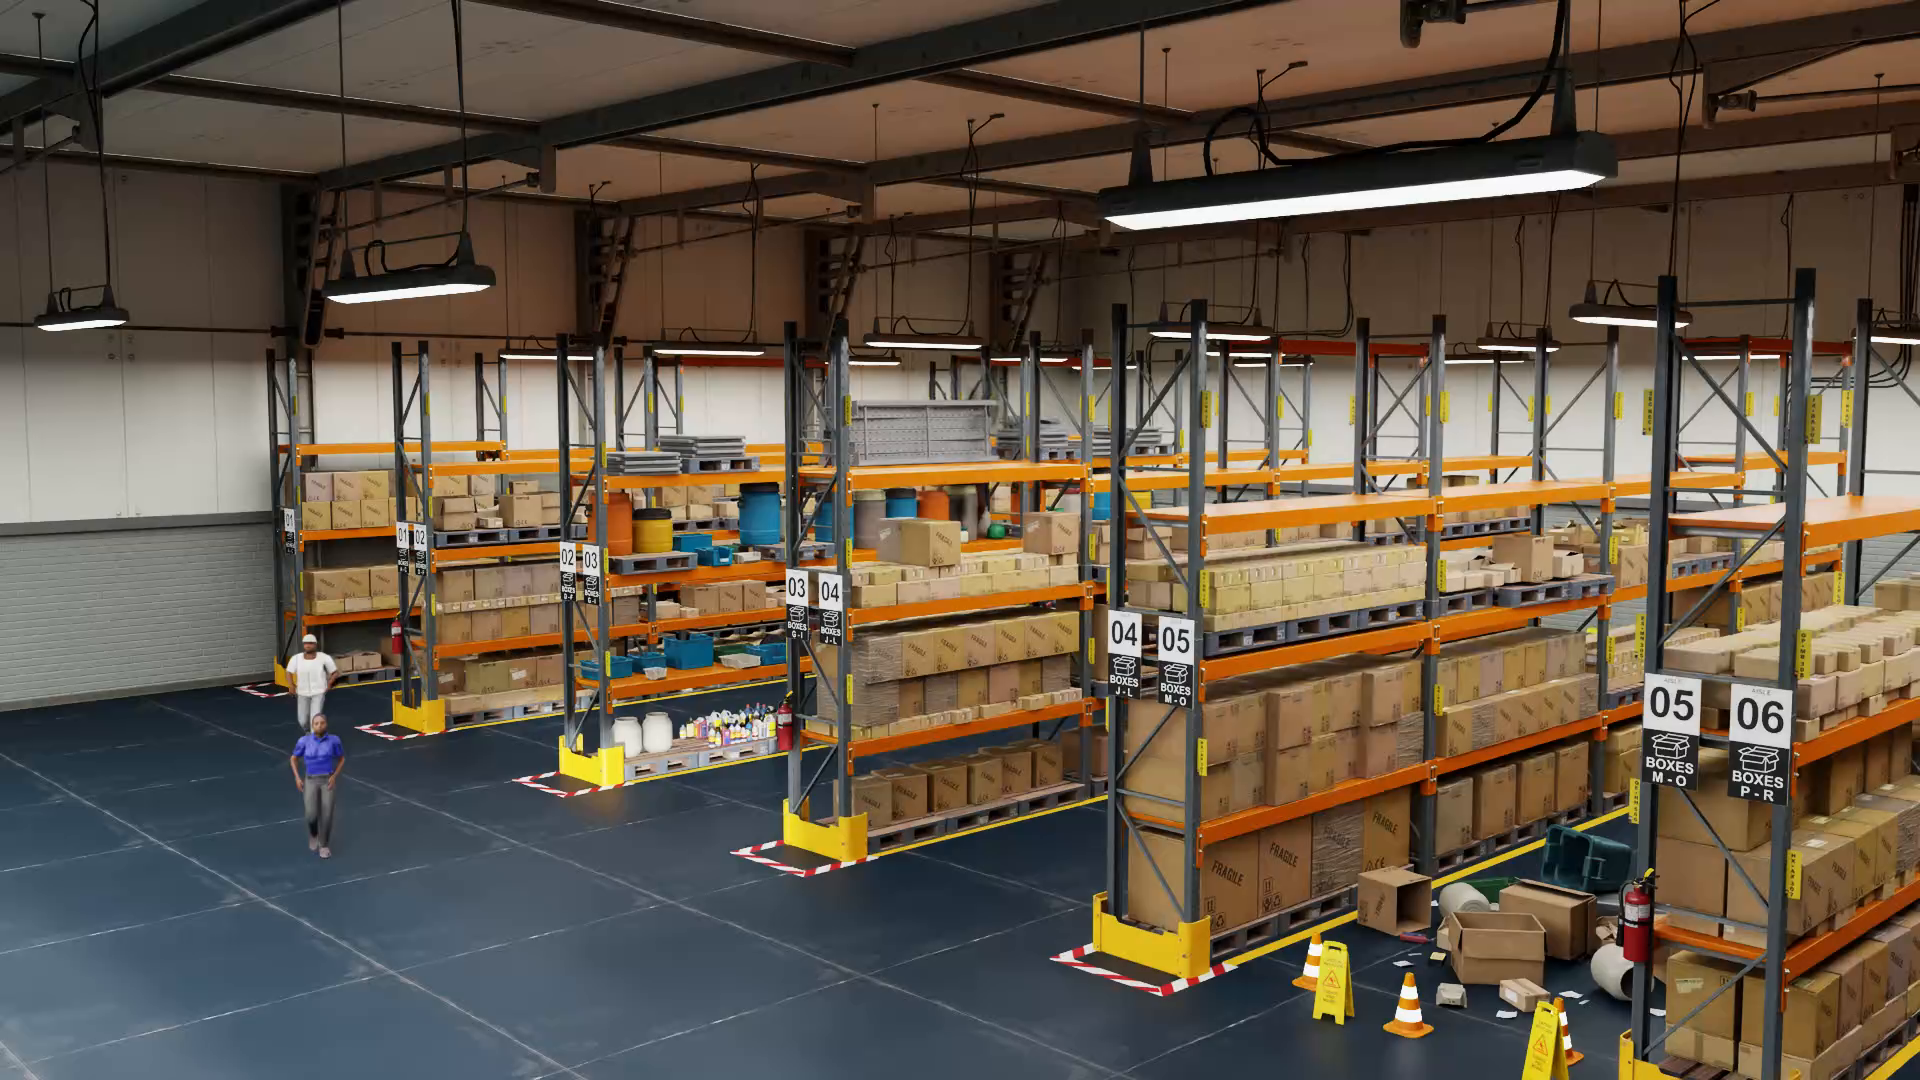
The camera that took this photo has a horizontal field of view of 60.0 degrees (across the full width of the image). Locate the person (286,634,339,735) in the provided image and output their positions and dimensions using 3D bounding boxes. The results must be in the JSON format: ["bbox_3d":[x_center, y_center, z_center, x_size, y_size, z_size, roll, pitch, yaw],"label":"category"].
[{"bbox_3d":[-9.391,2.222,24.090,0.731,1.728,0.598,-1,5,-11],"label":"person"}]

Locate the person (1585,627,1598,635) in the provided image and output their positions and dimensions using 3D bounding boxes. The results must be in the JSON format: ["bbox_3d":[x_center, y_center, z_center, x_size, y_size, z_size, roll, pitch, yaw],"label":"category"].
[{"bbox_3d":[9.428,2.159,24.850,0.758,1.729,0.573,4,7,41],"label":"person"}]

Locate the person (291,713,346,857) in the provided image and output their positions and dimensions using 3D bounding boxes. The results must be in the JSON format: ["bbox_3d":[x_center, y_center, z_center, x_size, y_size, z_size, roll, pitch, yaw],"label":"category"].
[{"bbox_3d":[-7.188,2.749,18.656,0.580,1.621,0.493,-2,5,-21],"label":"person"}]
